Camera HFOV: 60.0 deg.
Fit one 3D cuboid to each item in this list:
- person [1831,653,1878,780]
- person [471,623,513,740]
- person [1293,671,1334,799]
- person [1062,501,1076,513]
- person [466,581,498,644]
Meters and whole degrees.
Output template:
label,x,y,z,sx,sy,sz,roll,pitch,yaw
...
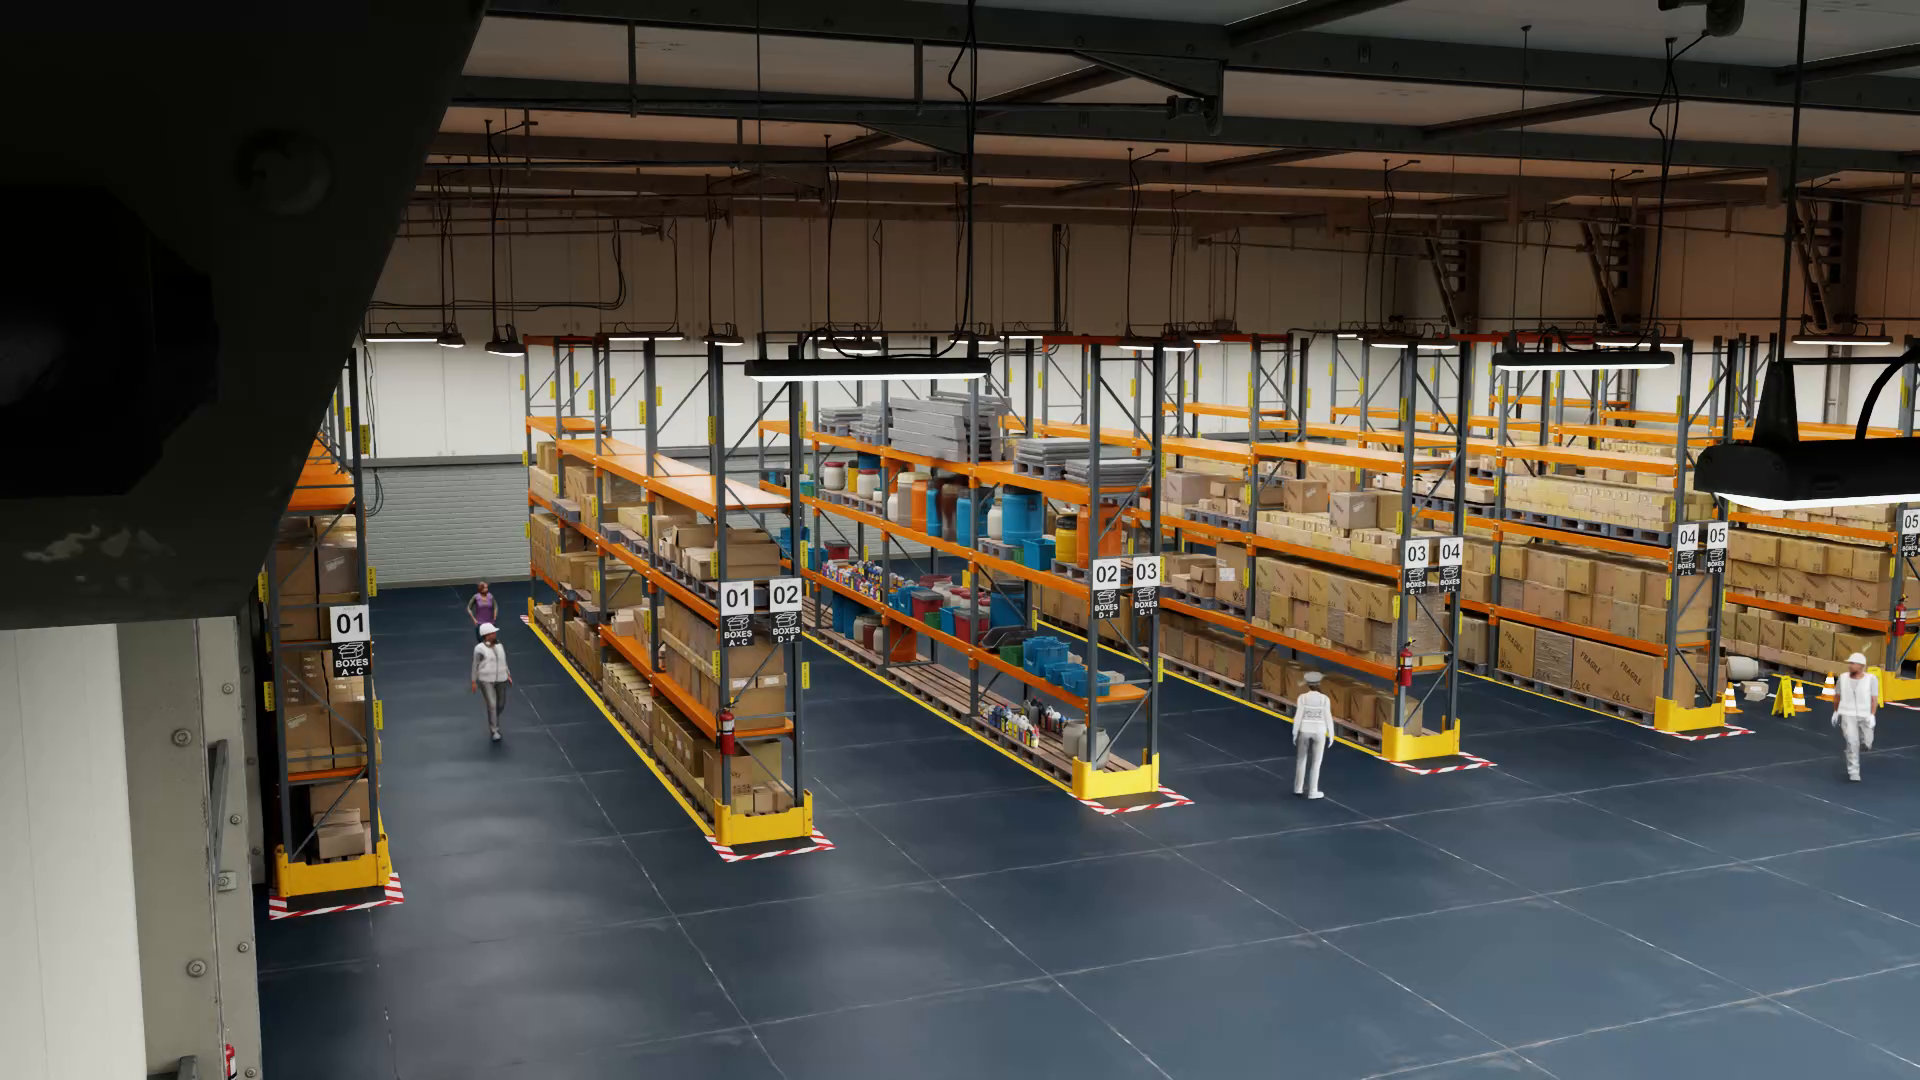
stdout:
label,x,y,z,sx,sy,sz,roll,pitch,yaw
person,12.436,2.427,23.083,0.514,1.710,0.905,2,8,14
person,-7.132,2.119,25.291,0.635,1.737,0.956,-5,9,-33
person,4.698,2.585,22.074,0.531,1.704,0.449,3,8,20
person,2.827,-0.243,43.327,0.521,1.690,0.457,-5,9,-33
person,-8.729,1.581,30.437,0.562,1.489,0.648,-2,8,-16
